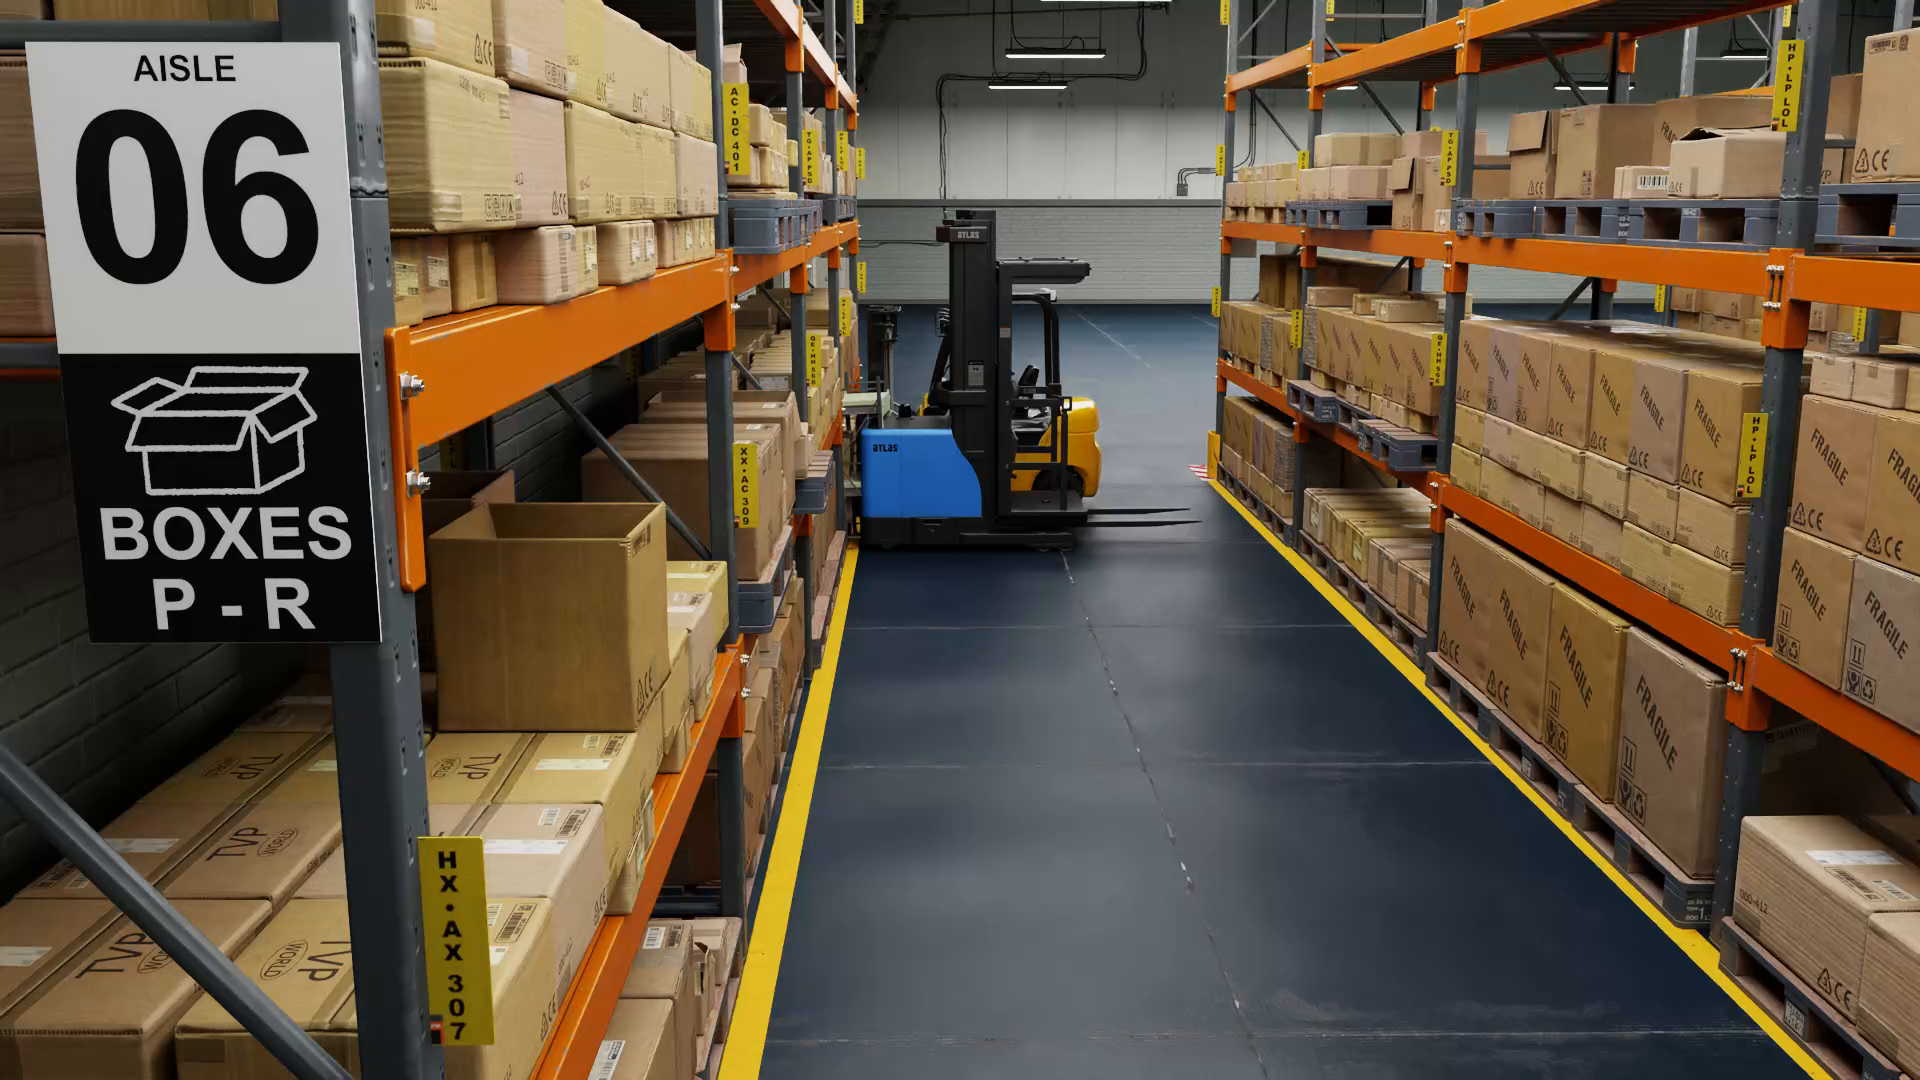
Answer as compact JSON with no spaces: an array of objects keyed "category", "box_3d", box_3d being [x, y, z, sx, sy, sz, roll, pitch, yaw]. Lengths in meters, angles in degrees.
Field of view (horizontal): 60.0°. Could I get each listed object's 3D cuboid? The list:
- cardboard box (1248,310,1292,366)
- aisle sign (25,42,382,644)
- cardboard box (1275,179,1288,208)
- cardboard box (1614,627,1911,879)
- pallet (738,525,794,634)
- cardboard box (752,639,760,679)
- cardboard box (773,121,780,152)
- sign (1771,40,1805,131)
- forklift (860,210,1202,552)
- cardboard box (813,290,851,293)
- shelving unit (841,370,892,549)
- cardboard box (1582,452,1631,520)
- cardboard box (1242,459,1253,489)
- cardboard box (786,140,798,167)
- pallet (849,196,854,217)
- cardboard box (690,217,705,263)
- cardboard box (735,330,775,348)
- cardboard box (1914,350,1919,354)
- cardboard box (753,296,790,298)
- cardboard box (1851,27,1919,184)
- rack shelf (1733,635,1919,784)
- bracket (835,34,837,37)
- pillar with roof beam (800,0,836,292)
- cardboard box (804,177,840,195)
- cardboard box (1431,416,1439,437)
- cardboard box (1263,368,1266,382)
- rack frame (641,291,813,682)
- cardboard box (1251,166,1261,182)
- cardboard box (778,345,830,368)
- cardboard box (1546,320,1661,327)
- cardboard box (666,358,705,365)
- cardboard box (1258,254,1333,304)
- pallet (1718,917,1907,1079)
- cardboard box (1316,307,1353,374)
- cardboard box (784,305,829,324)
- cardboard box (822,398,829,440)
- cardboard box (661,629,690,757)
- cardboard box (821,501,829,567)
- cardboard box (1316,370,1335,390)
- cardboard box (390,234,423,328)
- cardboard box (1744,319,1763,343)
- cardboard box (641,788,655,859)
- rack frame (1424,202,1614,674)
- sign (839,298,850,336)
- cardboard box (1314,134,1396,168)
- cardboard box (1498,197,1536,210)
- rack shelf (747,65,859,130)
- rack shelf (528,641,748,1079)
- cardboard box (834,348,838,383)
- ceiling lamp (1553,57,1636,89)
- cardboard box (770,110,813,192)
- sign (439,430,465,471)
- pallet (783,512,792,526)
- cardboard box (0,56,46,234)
[{"category":"cardboard box","box_3d":[3.126,-1.980,16.277,0.500,0.500,0.500,0,11,-2]},{"category":"aisle sign","box_3d":[-0.987,-0.246,2.190,0.394,0.787,0.004,0,11,-1]},{"category":"cardboard box","box_3d":[3.142,-3.120,14.981,0.500,0.250,0.500,0,11,-2]},{"category":"cardboard box","box_3d":[3.505,0.912,7.308,0.875,0.875,0.875,0,11,1]},{"category":"pallet","box_3d":[-1.272,0.155,7.233,1.003,0.211,1.213,0,11,-1]},{"category":"cardboard box","box_3d":[-1.196,0.590,8.206,0.380,0.149,0.250,0,11,1]},{"category":"cardboard box","box_3d":[-1.028,-1.844,7.637,0.380,0.149,0.250,0,11,-1]},{"category":"sign","box_3d":[3.055,-1.674,6.131,0.100,0.325,0.005,0,11,-1]},{"category":"forklift","box_3d":[0.624,-1.440,14.787,3.031,2.935,1.130,0,11,-2]},{"category":"cardboard box","box_3d":[-1.326,-2.507,17.239,0.380,0.149,0.250,0,11,0]},{"category":"shelving unit","box_3d":[-0.836,-0.729,14.809,0.431,1.500,0.755,-2,10,3]},{"category":"cardboard box","box_3d":[3.311,-0.261,7.922,0.500,0.250,0.500,0,11,0]},{"category":"cardboard box","box_3d":[3.117,-0.673,16.692,0.500,0.250,0.500,1,11,3]},{"category":"cardboard box","box_3d":[-1.145,-2.245,9.664,0.380,0.149,0.250,0,11,1]},{"category":"pallet","box_3d":[-1.624,-3.451,17.204,1.003,0.211,1.213,0,11,-1]},{"category":"cardboard box","box_3d":[-1.060,-1.008,5.569,0.380,0.149,0.250,0,11,-1]},{"category":"cardboard box","box_3d":[-1.738,-1.666,13.844,0.380,0.149,0.250,0,11,-2]},{"category":"cardboard box","box_3d":[8.132,-1.274,13.545,0.500,0.500,0.500,0,11,-1]},{"category":"cardboard box","box_3d":[-1.816,-2.302,16.233,0.380,0.149,0.250,0,11,-1]},{"category":"cardboard box","box_3d":[3.400,-1.457,5.592,0.500,0.500,0.500,0,11,0]},{"category":"rack shelf","box_3d":[3.639,0.949,4.645,1.077,0.370,4.000,0,11,-1]},{"category":"bracket","box_3d":[-2.455,-9.712,31.245,0.076,0.066,4.783,0,11,-1]},{"category":"pillar with roof beam","box_3d":[1.556,-7.366,28.735,9.100,9.000,0.548,0,11,-1]},{"category":"cardboard box","box_3d":[-1.236,-3.062,14.388,0.380,0.149,0.250,0,11,0]},{"category":"cardboard box","box_3d":[3.273,-0.743,10.752,0.380,0.149,0.250,0,11,1]},{"category":"cardboard box","box_3d":[3.121,-1.583,15.952,0.380,0.149,0.250,0,11,-2]},{"category":"rack frame","box_3d":[-1.448,-0.575,10.348,1.000,3.000,0.127,0,11,-1]},{"category":"cardboard box","box_3d":[3.073,-3.601,16.347,0.380,0.149,0.250,0,11,0]},{"category":"cardboard box","box_3d":[-1.162,-1.364,12.353,0.380,0.149,0.250,-1,11,-3]},{"category":"cardboard box","box_3d":[3.787,-1.033,9.841,0.500,0.500,0.500,-1,11,-3]},{"category":"cardboard box","box_3d":[-1.793,-1.157,11.336,0.380,0.149,0.250,0,11,-2]},{"category":"cardboard box","box_3d":[3.578,-2.770,17.656,0.700,0.500,0.500,-1,11,-3]},{"category":"pallet","box_3d":[3.535,1.717,6.063,1.003,0.211,1.213,0,11,-1]},{"category":"cardboard box","box_3d":[3.166,-1.598,13.334,0.500,0.500,0.500,0,11,-1]},{"category":"cardboard box","box_3d":[-1.354,-1.999,14.736,0.380,0.149,0.250,0,11,0]},{"category":"cardboard box","box_3d":[-1.245,-0.896,12.308,0.500,0.250,0.500,0,11,1]},{"category":"cardboard box","box_3d":[-1.088,0.447,4.940,0.500,0.250,0.500,0,11,-2]},{"category":"cardboard box","box_3d":[-1.500,-0.154,13.190,0.875,0.625,0.625,0,11,-2]},{"category":"cardboard box","box_3d":[3.124,-1.313,13.562,0.380,0.149,0.250,0,11,0]},{"category":"cardboard box","box_3d":[-1.056,-0.396,2.553,0.380,0.149,0.250,0,11,0]},{"category":"cardboard box","box_3d":[8.321,-1.900,16.504,0.875,0.550,0.500,0,11,-1]},{"category":"cardboard box","box_3d":[-1.018,0.764,4.383,0.380,0.149,0.250,0,11,0]},{"category":"rack frame","box_3d":[3.515,-0.596,10.452,1.000,3.000,0.127,0,11,-1]},{"category":"sign","box_3d":[-0.988,-1.903,14.180,0.100,0.325,0.005,0,11,-1]},{"category":"cardboard box","box_3d":[3.064,-3.022,12.928,0.500,0.250,0.500,0,11,-2]},{"category":"cardboard box","box_3d":[3.673,-2.114,10.729,0.396,0.266,0.258,0,11,-1]},{"category":"rack shelf","box_3d":[-1.572,-4.159,15.742,1.077,0.370,4.000,0,11,-1]},{"category":"rack shelf","box_3d":[-1.324,0.970,4.540,1.077,0.370,4.000,0,11,-1]},{"category":"cardboard box","box_3d":[-1.265,-1.445,13.756,0.500,0.250,0.500,0,11,-2]},{"category":"ceiling lamp","box_3d":[16.156,-13.098,42.307,2.000,3.185,0.800,0,11,-1]},{"category":"cardboard box","box_3d":[-1.219,-2.494,10.703,0.500,0.500,0.500,0,11,-1]},{"category":"sign","box_3d":[-1.920,-0.344,6.299,0.100,0.325,0.005,0,11,-1]},{"category":"pallet","box_3d":[-1.403,-0.094,8.462,1.003,0.211,1.213,0,11,-1]},{"category":"cardboard box","box_3d":[-1.564,-0.614,2.627,0.500,0.250,0.500,0,11,-2]}]
